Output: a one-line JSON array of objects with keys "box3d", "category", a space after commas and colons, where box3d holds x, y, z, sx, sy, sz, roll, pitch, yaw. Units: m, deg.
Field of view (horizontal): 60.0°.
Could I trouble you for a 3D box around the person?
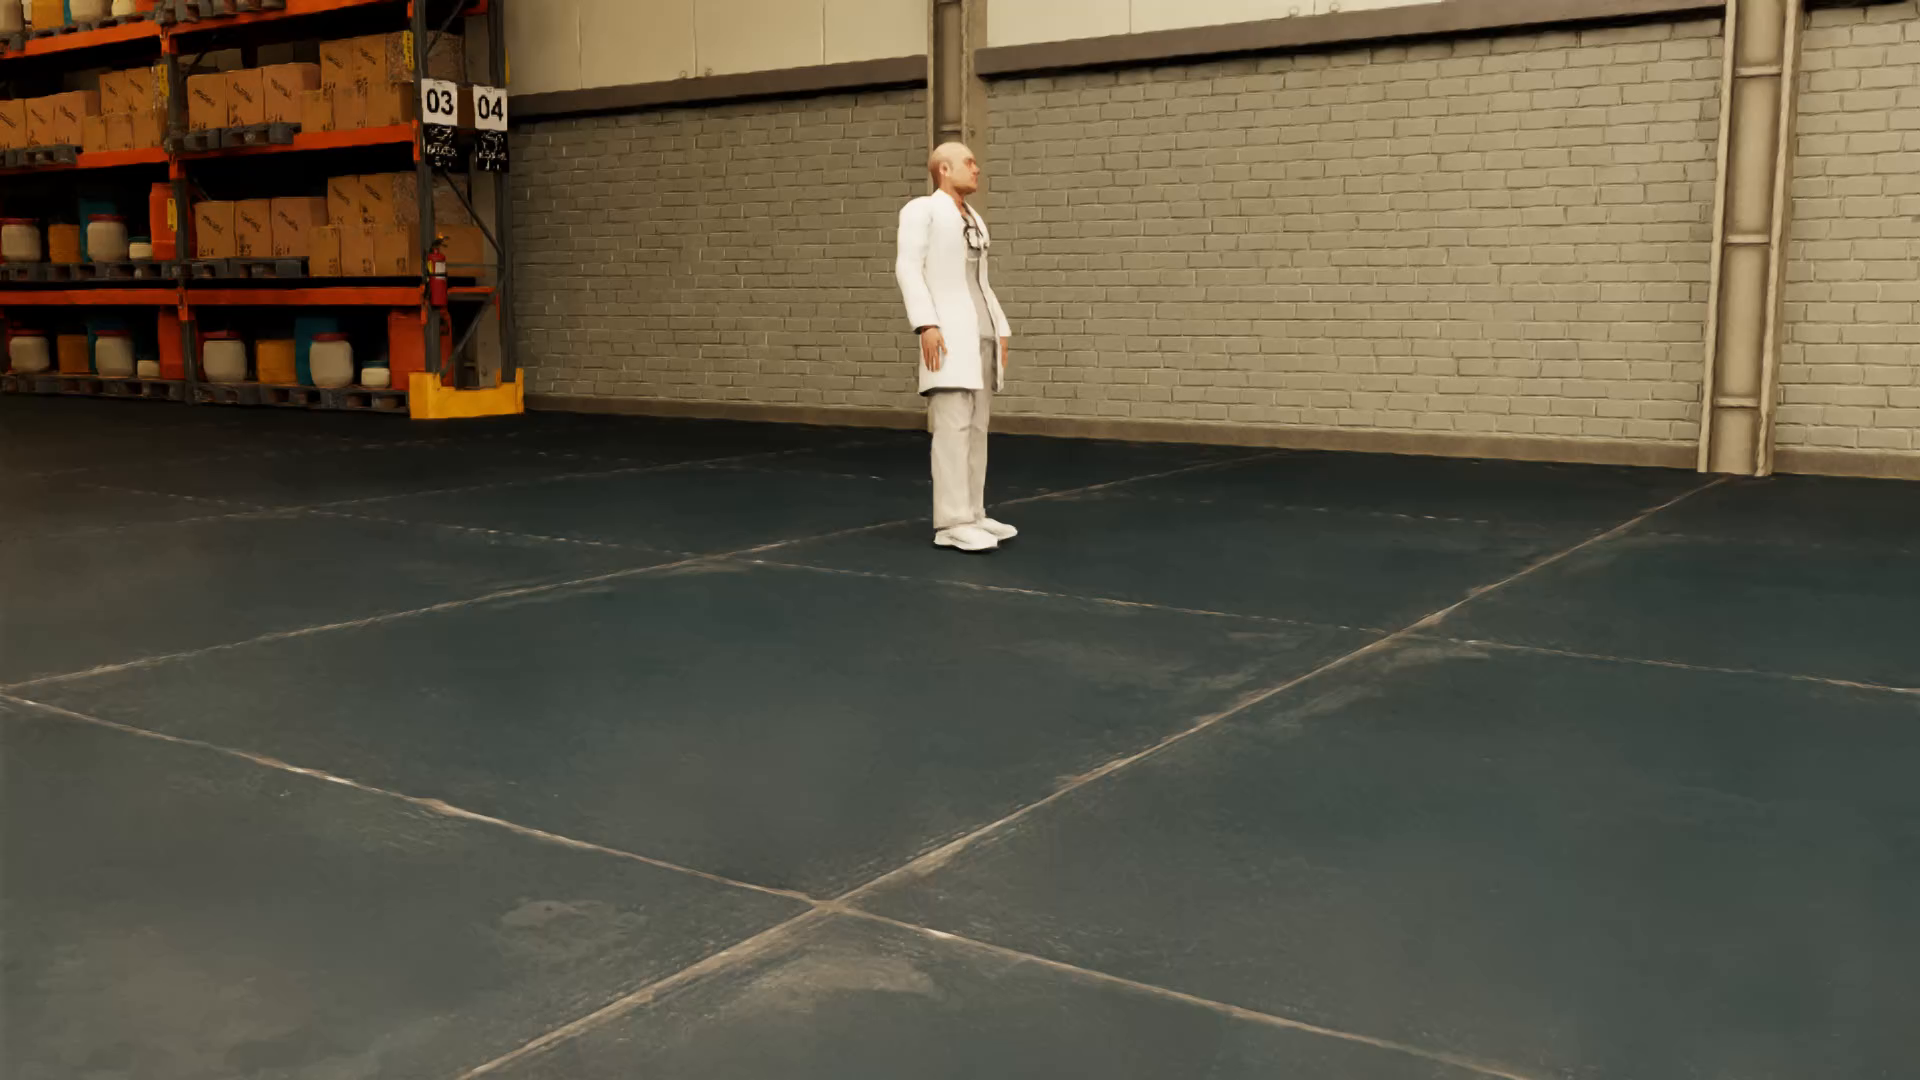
[{"box3d": [0.073, -0.880, 7.423, 0.579, 1.776, 0.694, 5, 10, 34], "category": "person"}]
